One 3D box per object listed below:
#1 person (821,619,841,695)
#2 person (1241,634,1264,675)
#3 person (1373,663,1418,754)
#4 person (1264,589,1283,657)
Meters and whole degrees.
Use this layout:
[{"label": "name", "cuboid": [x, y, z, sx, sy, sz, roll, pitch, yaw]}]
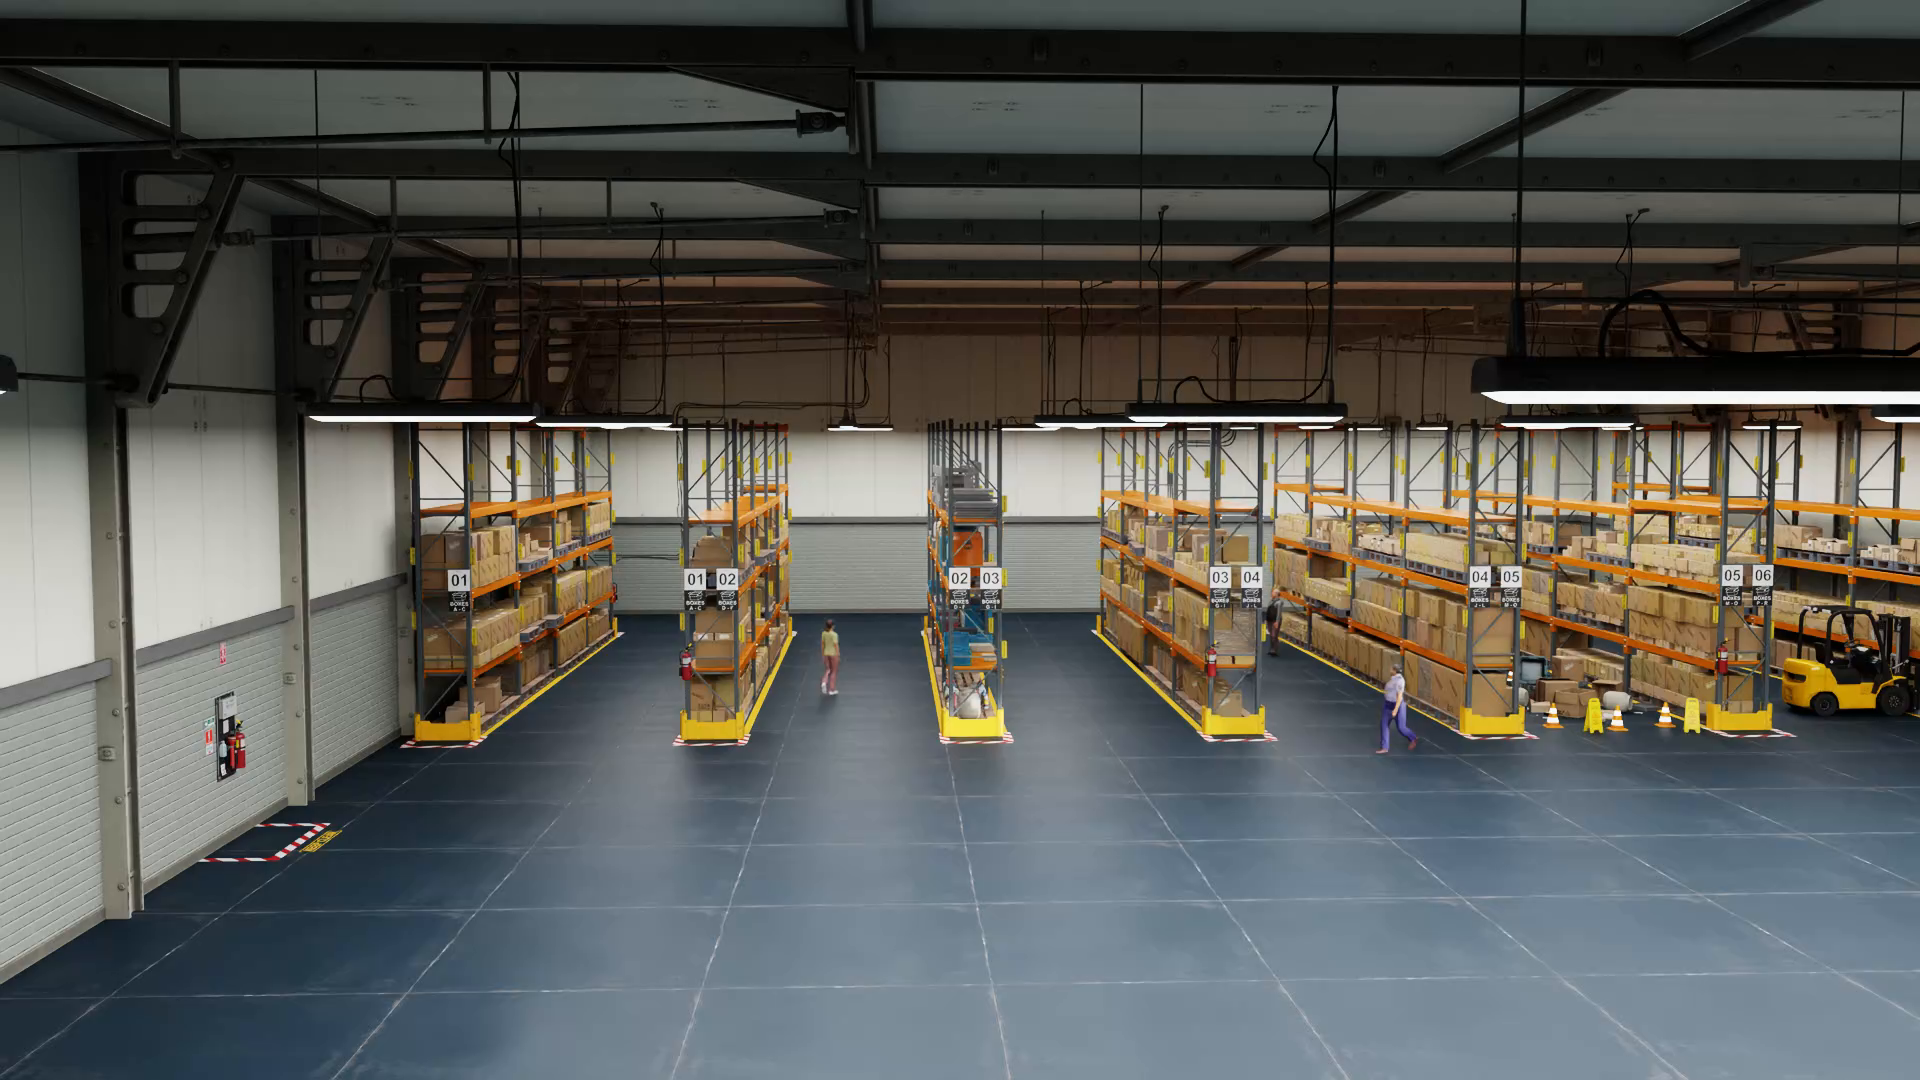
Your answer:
[{"label": "person", "cuboid": [-2.816, 2.551, 36.334, 0.458, 1.659, 0.484, 2, 4, 34]}, {"label": "person", "cuboid": [6.841, 2.361, 39.554, 0.722, 1.820, 0.523, 2, 4, 25]}, {"label": "person", "cuboid": [7.803, 3.005, 29.747, 0.844, 1.612, 0.448, -3, 5, -36]}, {"label": "person", "cuboid": [8.052, 2.144, 42.805, 0.548, 1.759, 0.563, -2, 4, -30]}]
